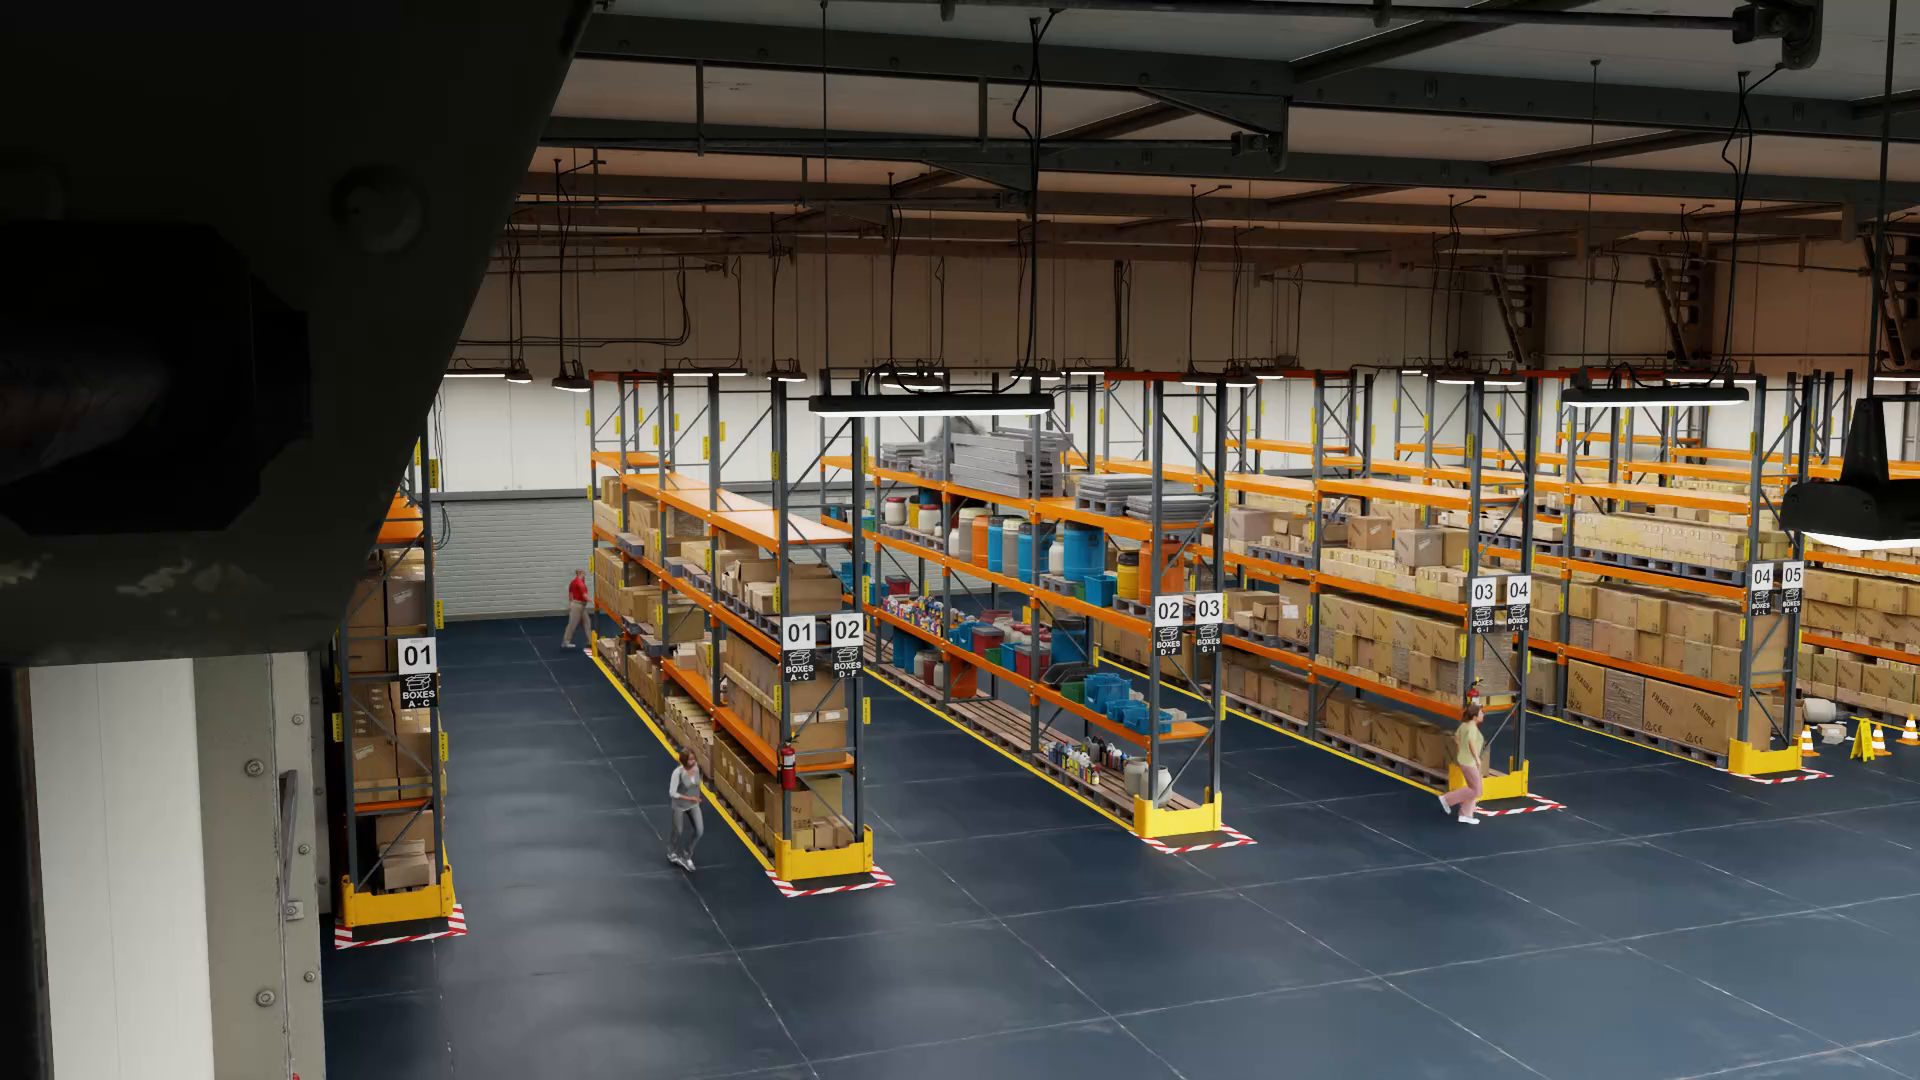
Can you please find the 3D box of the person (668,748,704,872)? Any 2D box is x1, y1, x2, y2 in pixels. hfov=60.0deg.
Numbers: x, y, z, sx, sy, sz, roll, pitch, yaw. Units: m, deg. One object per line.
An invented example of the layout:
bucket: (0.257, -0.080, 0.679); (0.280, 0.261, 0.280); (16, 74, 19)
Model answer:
person: (-3.406, 3.285, 20.450); (0.509, 1.571, 0.729); (-4, 8, -35)

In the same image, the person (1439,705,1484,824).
person: (6.789, 3.034, 22.518); (0.571, 1.621, 0.575); (0, 6, 3)

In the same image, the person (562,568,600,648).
person: (-8.158, 1.453, 35.835); (0.884, 1.684, 0.589); (-2, 7, -18)
